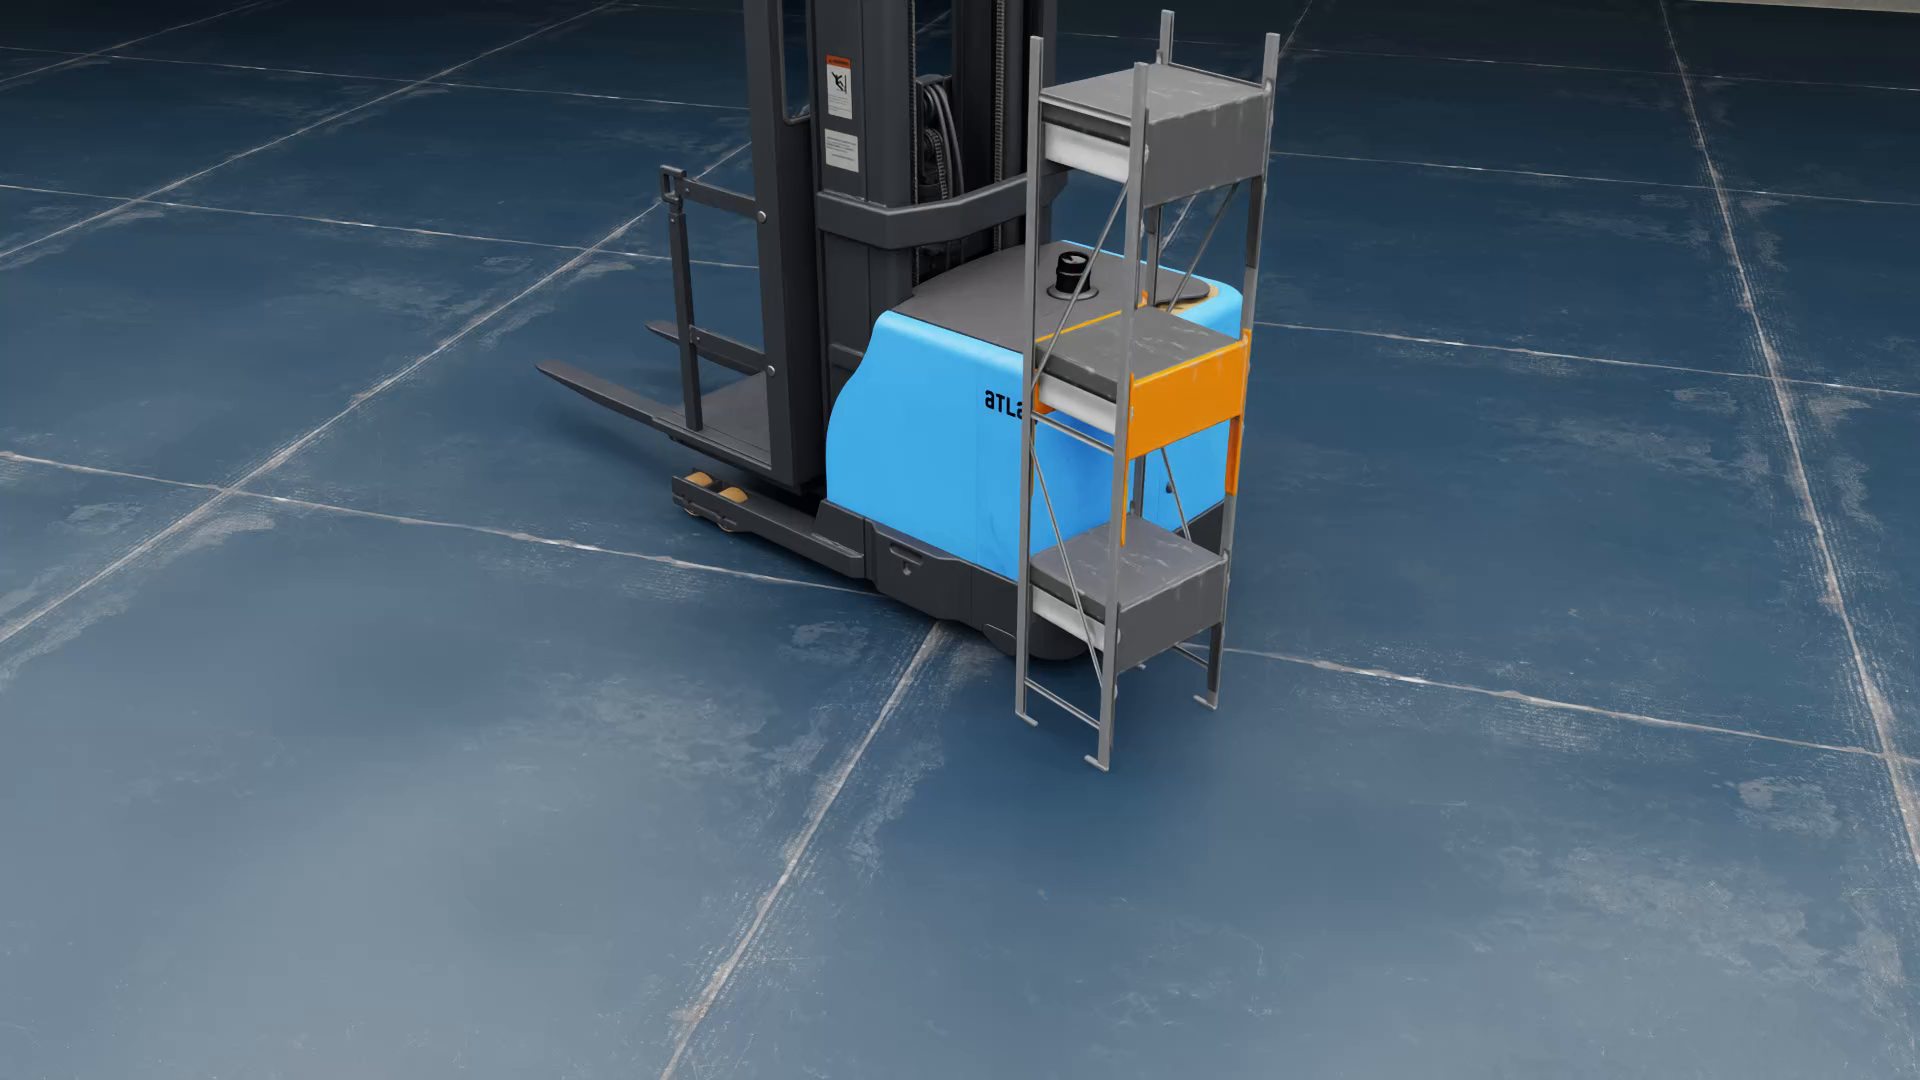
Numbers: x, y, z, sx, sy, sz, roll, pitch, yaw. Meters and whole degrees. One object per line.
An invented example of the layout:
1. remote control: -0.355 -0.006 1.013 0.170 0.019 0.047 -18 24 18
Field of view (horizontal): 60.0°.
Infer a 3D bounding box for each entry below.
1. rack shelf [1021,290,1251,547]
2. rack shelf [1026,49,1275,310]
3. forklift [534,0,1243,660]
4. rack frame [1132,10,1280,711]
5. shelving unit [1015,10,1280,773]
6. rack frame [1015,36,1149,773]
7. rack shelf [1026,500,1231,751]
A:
1. rack shelf: 0.497 -0.359 4.762 0.480 0.518 0.431 -23 37 -35
2. rack shelf: 0.498 -0.970 4.420 0.480 0.518 0.431 -23 37 -35
3. forklift: -0.473 -1.482 5.898 3.031 2.935 1.130 23 36 35
4. rack frame: 0.681 -0.449 4.895 0.015 2.100 0.400 -23 37 -35
5. shelving unit: 0.497 -0.371 4.755 0.503 2.100 0.431 -23 37 -35
6. rack frame: 0.313 -0.293 4.615 0.015 2.100 0.400 -23 37 -35
7. rack shelf: 0.496 0.252 5.104 0.480 0.518 0.431 -23 37 -35
